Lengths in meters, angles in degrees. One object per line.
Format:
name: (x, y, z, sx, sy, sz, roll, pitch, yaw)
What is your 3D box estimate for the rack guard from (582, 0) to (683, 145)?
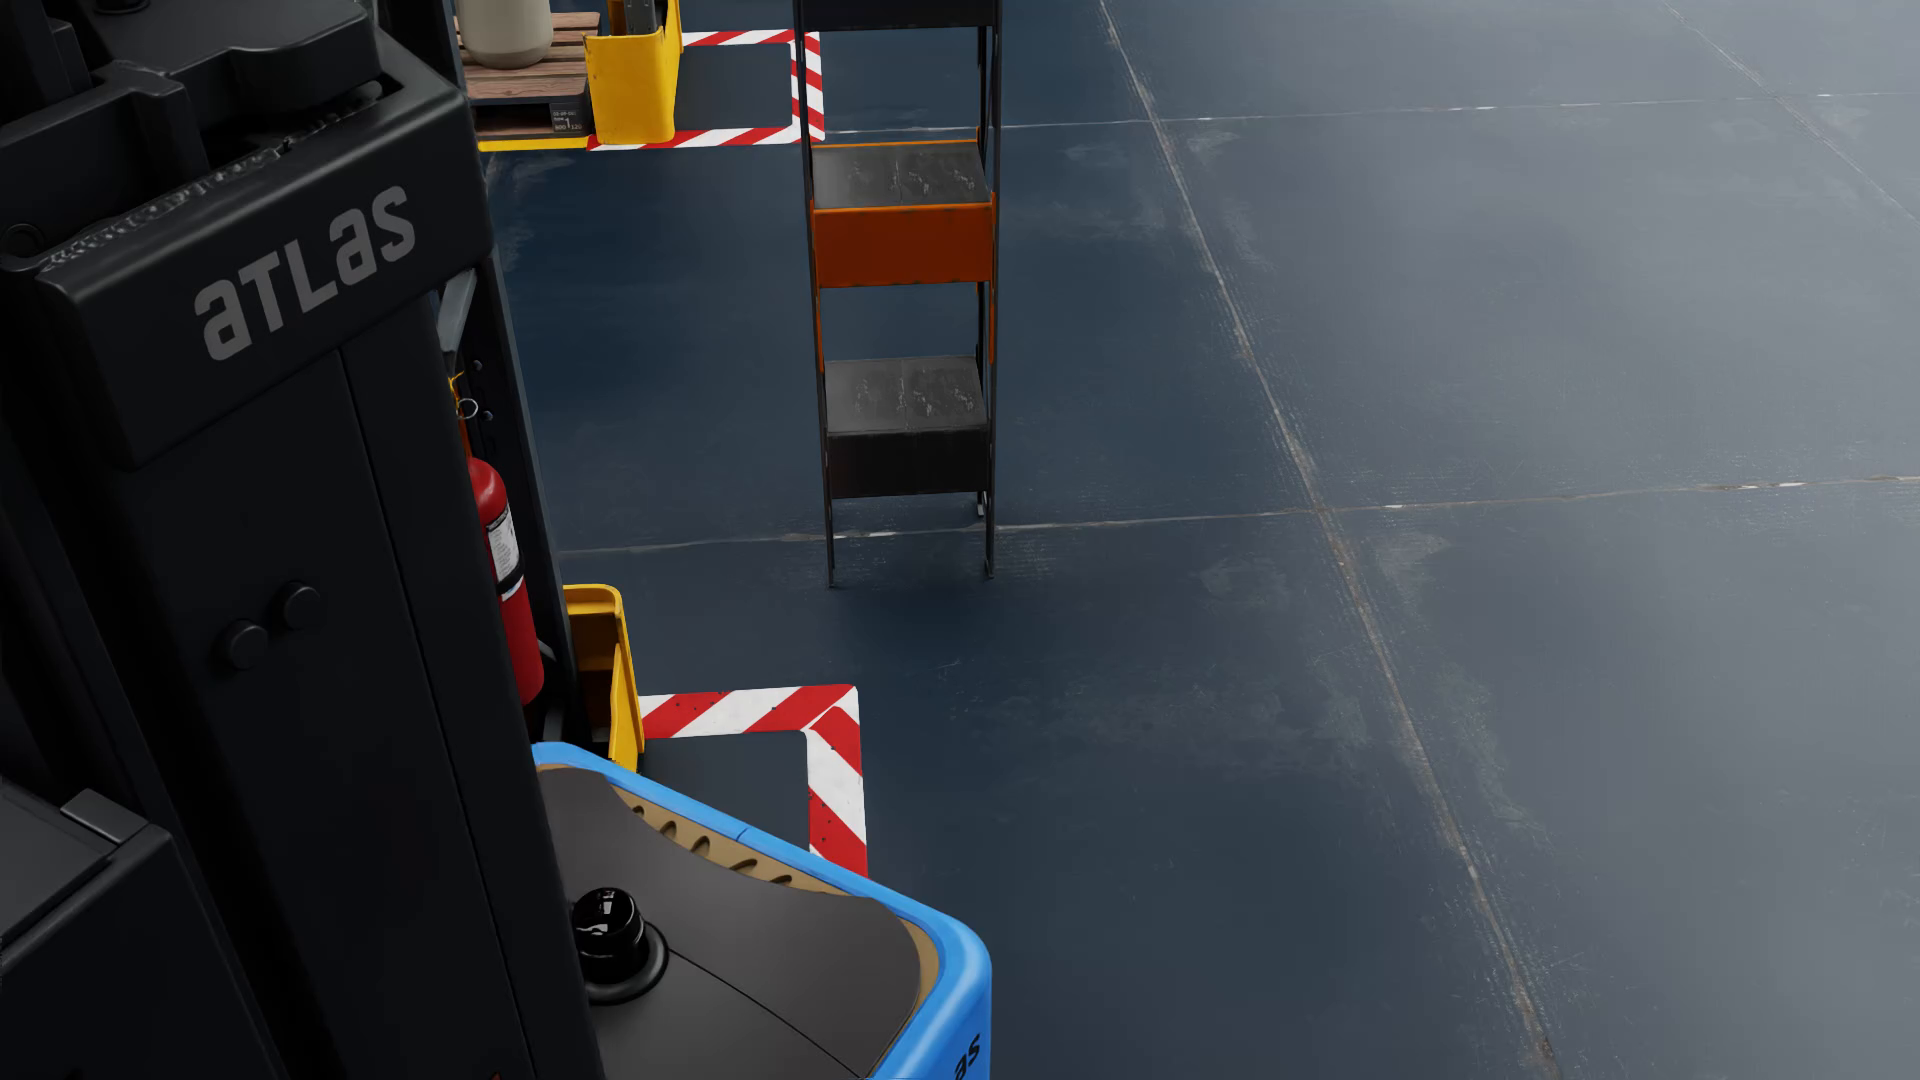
rack guard: (-1.522, -2.345, 7.819, 0.348, 0.500, 1.175, -3, 38, -4)

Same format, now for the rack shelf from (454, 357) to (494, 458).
rack shelf: (-3.008, 0.089, 3.297, 4.000, 0.370, 1.077, -3, 38, -4)

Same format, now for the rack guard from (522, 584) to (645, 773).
rack guard: (-0.992, 0.677, 3.989, 0.348, 0.500, 1.175, -3, 38, -4)

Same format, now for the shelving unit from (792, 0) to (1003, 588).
shelving unit: (-0.165, -0.815, 4.588, 0.503, 2.100, 0.431, -3, 38, -4)

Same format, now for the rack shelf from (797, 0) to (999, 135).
rack shelf: (-0.165, -1.354, 4.163, 0.480, 0.518, 0.431, -3, 38, -4)

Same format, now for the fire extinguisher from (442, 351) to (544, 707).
fire extinguisher: (-0.857, 0.007, 2.882, 0.183, 0.674, 0.296, -3, 38, -4)

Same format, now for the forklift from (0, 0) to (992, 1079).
forklift: (-1.100, 0.982, 1.640, 1.130, 2.935, 3.031, 19, 42, 23)

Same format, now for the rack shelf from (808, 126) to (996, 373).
rack shelf: (-0.165, -0.805, 4.597, 0.480, 0.518, 0.431, -3, 38, -4)

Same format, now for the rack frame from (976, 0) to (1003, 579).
rack frame: (0.078, -0.829, 4.605, 0.015, 2.100, 0.400, -3, 38, -4)

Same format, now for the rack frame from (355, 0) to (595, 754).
rack frame: (-1.016, -0.303, 3.213, 0.127, 3.000, 1.000, -3, 38, -4)

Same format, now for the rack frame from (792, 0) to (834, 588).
rack frame: (-0.408, -0.802, 4.571, 0.015, 2.100, 0.400, -3, 38, -4)

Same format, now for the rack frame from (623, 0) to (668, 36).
rack frame: (-1.451, -3.360, 7.086, 0.127, 3.000, 1.000, -3, 38, -4)

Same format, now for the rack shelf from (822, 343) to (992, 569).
rack shelf: (-0.165, -0.255, 5.030, 0.480, 0.518, 0.431, -3, 38, -4)

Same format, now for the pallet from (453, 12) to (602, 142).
pallet: (-2.332, -2.190, 7.856, 1.213, 0.211, 1.003, -3, 38, -4)

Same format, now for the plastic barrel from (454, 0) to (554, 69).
plastic barrel: (-2.099, -2.465, 7.621, 0.421, 0.512, 0.421, 0, 38, 0)
